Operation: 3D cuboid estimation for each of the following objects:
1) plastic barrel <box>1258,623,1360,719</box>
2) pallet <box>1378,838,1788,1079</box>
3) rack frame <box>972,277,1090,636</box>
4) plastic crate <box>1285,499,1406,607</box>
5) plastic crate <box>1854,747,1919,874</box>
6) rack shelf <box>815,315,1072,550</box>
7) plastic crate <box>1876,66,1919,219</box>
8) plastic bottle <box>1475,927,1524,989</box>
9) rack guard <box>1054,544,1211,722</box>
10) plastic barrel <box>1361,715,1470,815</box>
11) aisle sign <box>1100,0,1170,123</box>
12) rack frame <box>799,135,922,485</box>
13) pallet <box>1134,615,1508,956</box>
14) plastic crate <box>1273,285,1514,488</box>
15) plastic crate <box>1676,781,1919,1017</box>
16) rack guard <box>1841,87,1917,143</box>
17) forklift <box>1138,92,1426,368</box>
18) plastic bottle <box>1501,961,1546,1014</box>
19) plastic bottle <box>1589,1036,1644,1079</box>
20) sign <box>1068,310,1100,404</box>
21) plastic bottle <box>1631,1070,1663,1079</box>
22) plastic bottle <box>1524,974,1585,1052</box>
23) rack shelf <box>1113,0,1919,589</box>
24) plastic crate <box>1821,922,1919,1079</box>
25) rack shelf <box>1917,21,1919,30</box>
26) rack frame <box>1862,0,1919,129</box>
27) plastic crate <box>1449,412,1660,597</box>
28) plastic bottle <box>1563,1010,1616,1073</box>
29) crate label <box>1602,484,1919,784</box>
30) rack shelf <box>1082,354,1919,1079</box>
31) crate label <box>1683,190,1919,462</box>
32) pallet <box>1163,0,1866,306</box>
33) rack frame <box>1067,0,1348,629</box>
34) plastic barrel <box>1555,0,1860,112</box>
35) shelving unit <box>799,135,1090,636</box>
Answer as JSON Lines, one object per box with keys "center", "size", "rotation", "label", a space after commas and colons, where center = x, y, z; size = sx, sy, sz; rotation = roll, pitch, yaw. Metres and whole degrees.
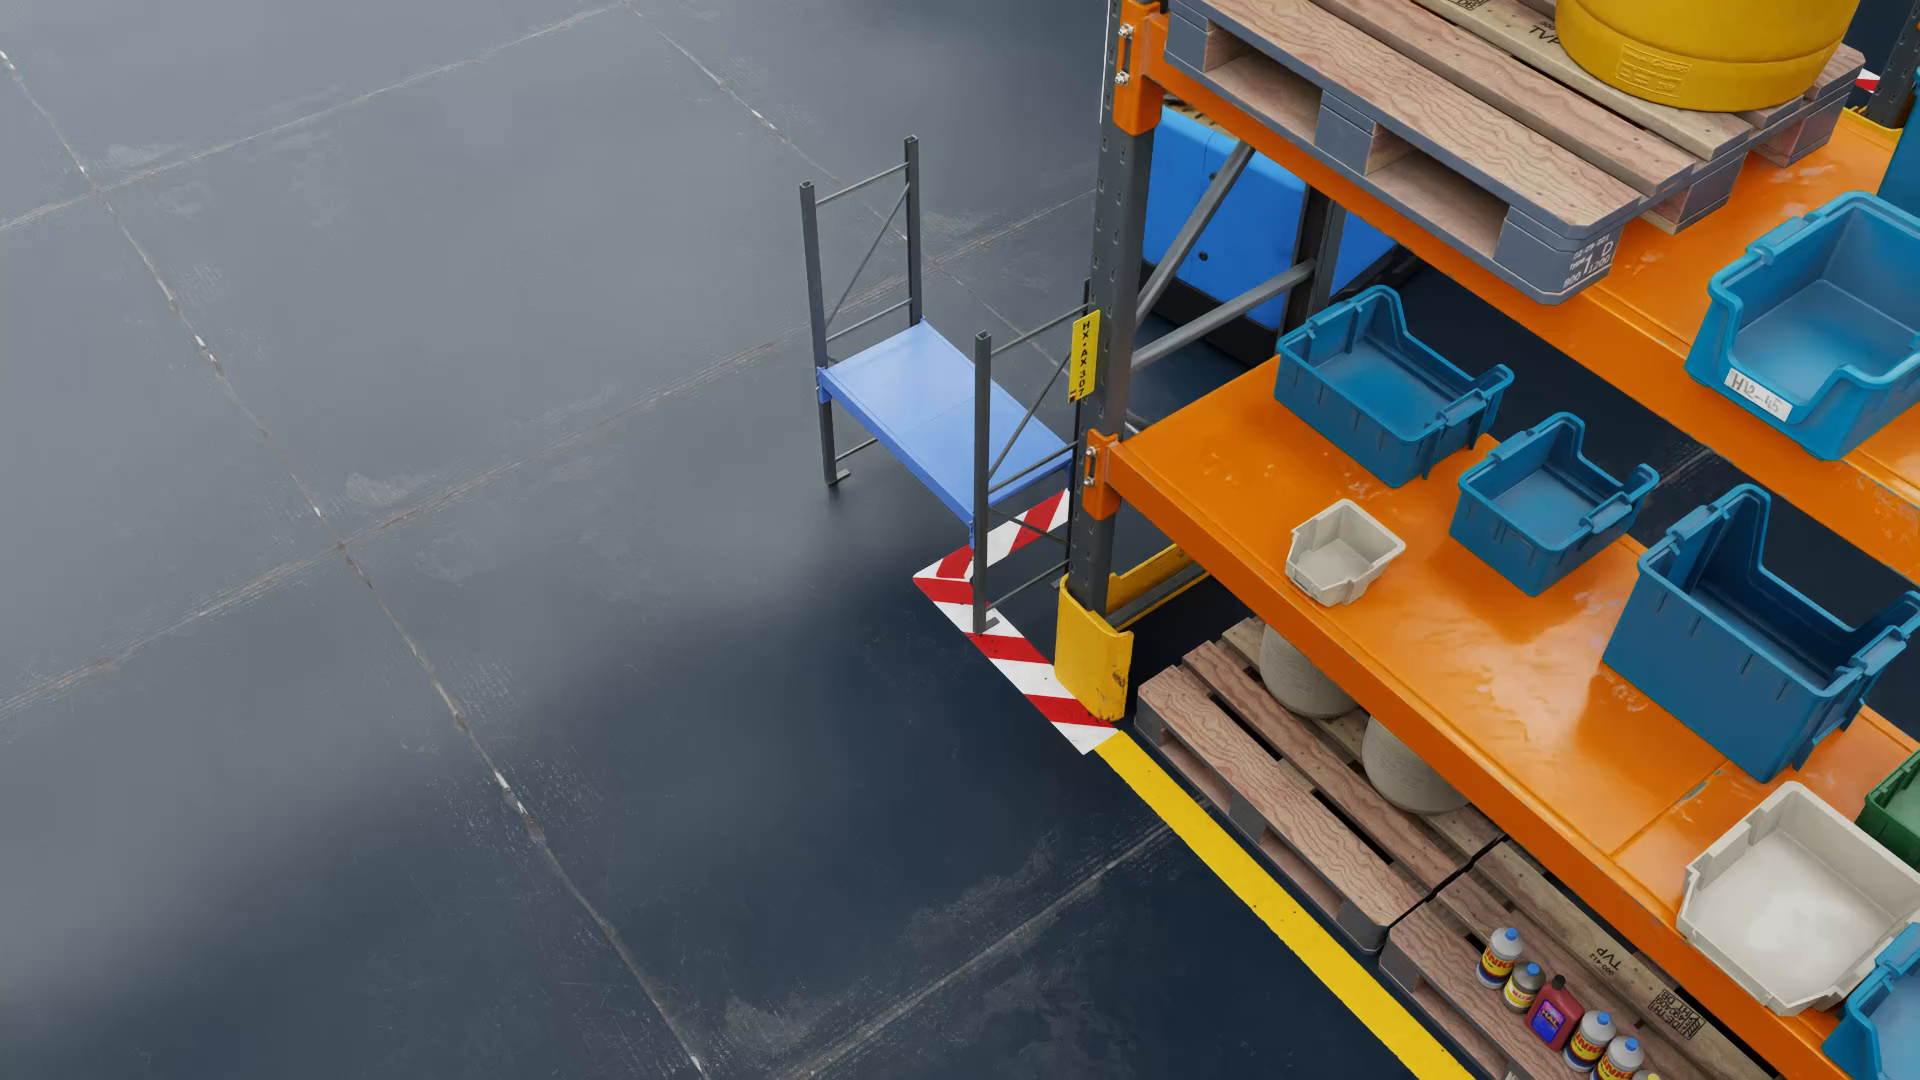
{"center": [1.275, 0.344, 5.808], "size": [0.421, 0.512, 0.421], "rotation": [0, 48, 0], "label": "plastic barrel"}
{"center": [2.121, 1.457, 5.286], "size": [1.003, 0.211, 1.213], "rotation": [-29, 54, -24], "label": "pallet"}
{"center": [0.256, -0.254, 5.967], "size": [0.500, 1.500, 0.032], "rotation": [-29, 54, -24], "label": "rack frame"}
{"center": [1.102, 0.057, 4.851], "size": [0.298, 0.136, 0.250], "rotation": [-29, 54, -24], "label": "plastic crate"}
{"center": [2.641, 0.799, 4.143], "size": [0.450, 0.188, 0.662], "rotation": [-29, 54, -24], "label": "plastic crate"}
{"center": [-0.052, -0.433, 6.372], "size": [0.538, 0.185, 1.000], "rotation": [-29, 54, -24], "label": "rack shelf"}
{"center": [2.210, -0.717, 3.360], "size": [0.392, 0.384, 0.575], "rotation": [-29, 54, -24], "label": "plastic crate"}
{"center": [1.666, 1.273, 5.114], "size": [0.097, 0.271, 0.097], "rotation": [0, 48, 0], "label": "plastic bottle"}
{"center": [0.899, 0.159, 6.267], "size": [1.175, 0.500, 0.348], "rotation": [-29, 54, -24], "label": "rack guard"}
{"center": [1.579, 0.640, 5.540], "size": [0.421, 0.512, 0.421], "rotation": [0, 48, 0], "label": "plastic barrel"}
{"center": [0.539, -1.488, 4.319], "size": [0.394, 0.787, 0.004], "rotation": [-29, 54, -24], "label": "aisle sign"}
{"center": [-0.359, -0.854, 6.511], "size": [0.500, 1.500, 0.032], "rotation": [-29, 54, -24], "label": "rack frame"}
{"center": [1.387, 0.738, 5.938], "size": [1.003, 0.211, 1.213], "rotation": [-29, 54, -24], "label": "pallet"}
{"center": [1.357, -0.493, 5.272], "size": [0.499, 0.251, 0.616], "rotation": [-29, 54, -24], "label": "plastic crate"}
{"center": [2.053, 0.899, 4.087], "size": [0.530, 0.136, 0.437], "rotation": [-29, 54, -24], "label": "plastic crate"}
{"center": [4.746, -2.098, 8.314], "size": [1.175, 0.500, 0.348], "rotation": [-29, 54, -24], "label": "rack guard"}
{"center": [2.041, -2.718, 7.235], "size": [1.130, 2.935, 3.031], "rotation": [35, 57, 27], "label": "forklift"}
{"center": [1.728, 1.358, 5.085], "size": [0.097, 0.201, 0.097], "rotation": [0, 48, 0], "label": "plastic bottle"}
{"center": [1.934, 1.535, 4.878], "size": [0.097, 0.271, 0.097], "rotation": [0, 48, 0], "label": "plastic bottle"}
{"center": [0.375, -0.553, 5.038], "size": [0.100, 0.325, 0.005], "rotation": [-29, 54, -24], "label": "sign"}
{"center": [1.994, 1.616, 4.851], "size": [0.097, 0.201, 0.097], "rotation": [0, 48, 0], "label": "plastic bottle"}
{"center": [1.788, 1.411, 4.981], "size": [0.061, 0.283, 0.133], "rotation": [-29, 54, -23], "label": "plastic bottle"}
{"center": [2.027, -0.291, 3.449], "size": [1.077, 0.370, 4.000], "rotation": [-29, 54, -24], "label": "rack shelf"}
{"center": [2.352, 1.174, 3.761], "size": [0.499, 0.251, 0.616], "rotation": [-29, 54, -24], "label": "plastic crate"}
{"center": [5.971, -1.503, 6.572], "size": [1.077, 0.370, 4.000], "rotation": [-29, 54, -24], "label": "rack shelf"}
{"center": [4.760, -2.924, 7.375], "size": [1.000, 3.000, 0.127], "rotation": [-29, 54, -24], "label": "rack frame"}
{"center": [1.746, -0.108, 4.922], "size": [0.499, 0.251, 0.408], "rotation": [-29, 54, -24], "label": "plastic crate"}
{"center": [1.873, 1.476, 4.931], "size": [0.097, 0.271, 0.097], "rotation": [0, 48, 0], "label": "plastic bottle"}
{"center": [2.146, 0.248, 4.475], "size": [0.502, 0.435, 0.616], "rotation": [-29, 54, -24], "label": "crate label"}
{"center": [2.027, 0.717, 4.560], "size": [1.077, 0.370, 4.000], "rotation": [-29, 54, -24], "label": "rack shelf"}
{"center": [1.686, -0.410, 3.171], "size": [0.502, 0.251, 0.408], "rotation": [-29, 54, -24], "label": "crate label"}
{"center": [1.239, -1.116, 3.839], "size": [1.003, 0.211, 1.213], "rotation": [-29, 54, -24], "label": "pallet"}
{"center": [0.816, -0.704, 5.362], "size": [1.000, 3.000, 0.127], "rotation": [-29, 54, -24], "label": "rack frame"}
{"center": [1.607, -1.301, 3.468], "size": [0.600, 0.588, 0.600], "rotation": [0, 48, 0], "label": "plastic barrel"}
{"center": [-0.052, -0.554, 6.239], "size": [0.538, 1.500, 1.048], "rotation": [-29, 54, -24], "label": "shelving unit"}
